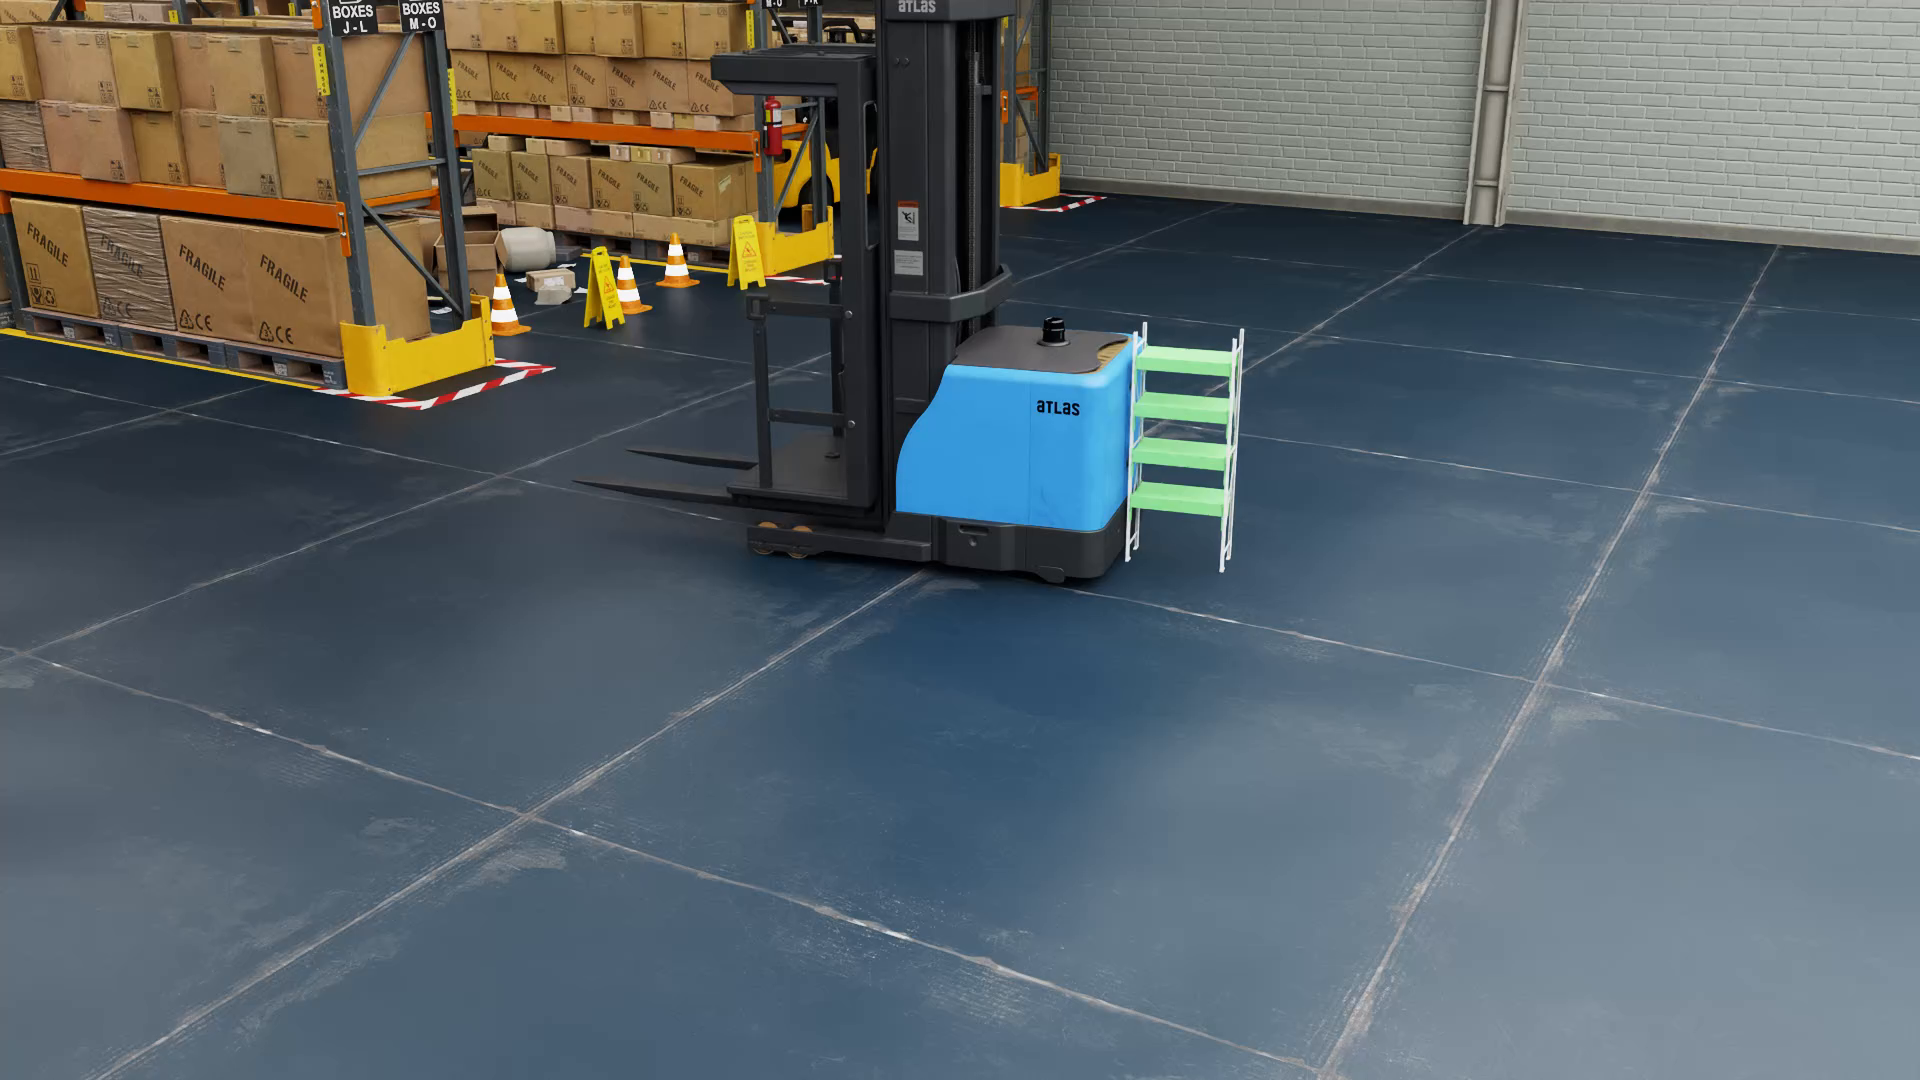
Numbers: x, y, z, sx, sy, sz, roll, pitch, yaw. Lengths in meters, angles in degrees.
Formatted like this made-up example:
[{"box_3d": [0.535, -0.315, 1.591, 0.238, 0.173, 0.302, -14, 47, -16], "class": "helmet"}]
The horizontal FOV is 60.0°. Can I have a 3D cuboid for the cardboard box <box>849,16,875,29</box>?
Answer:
[{"box_3d": [-1.161, -6.363, 20.474, 0.250, 0.149, 0.380, 11, 23, 28], "class": "cardboard box"}]

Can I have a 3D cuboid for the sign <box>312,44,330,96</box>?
[{"box_3d": [-4.212, -3.102, 10.972, 0.005, 0.325, 0.100, 11, 23, 27], "class": "sign"}]

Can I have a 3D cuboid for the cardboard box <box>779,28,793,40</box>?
[{"box_3d": [-2.066, -6.382, 20.963, 0.250, 0.149, 0.380, 11, 23, 27], "class": "cardboard box"}]

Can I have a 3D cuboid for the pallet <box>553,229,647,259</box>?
[{"box_3d": [-3.429, -3.146, 17.230, 1.213, 0.211, 1.003, 11, 23, 27], "class": "pallet"}]

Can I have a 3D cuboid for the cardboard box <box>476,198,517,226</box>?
[{"box_3d": [-4.718, -3.487, 17.497, 0.500, 0.250, 0.500, 10, 22, 25], "class": "cardboard box"}]

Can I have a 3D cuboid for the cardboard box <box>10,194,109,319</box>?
[{"box_3d": [-6.912, -2.344, 13.428, 0.875, 0.875, 0.875, 11, 23, 28], "class": "cardboard box"}]

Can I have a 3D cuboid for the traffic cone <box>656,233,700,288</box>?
[{"box_3d": [-2.614, -2.591, 15.329, 0.334, 0.463, 0.336, 11, 23, 27], "class": "traffic cone"}]

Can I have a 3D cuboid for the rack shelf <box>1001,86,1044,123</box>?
[{"box_3d": [-0.938, -5.569, 20.873, 4.000, 0.370, 1.077, 11, 23, 27], "class": "rack shelf"}]

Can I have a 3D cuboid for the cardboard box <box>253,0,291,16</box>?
[{"box_3d": [-10.839, -8.318, 26.082, 0.500, 0.500, 0.500, 10, 22, 26], "class": "cardboard box"}]

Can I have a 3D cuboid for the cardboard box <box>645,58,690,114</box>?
[{"box_3d": [-2.653, -4.376, 15.946, 0.500, 0.500, 0.500, 11, 23, 27], "class": "cardboard box"}]

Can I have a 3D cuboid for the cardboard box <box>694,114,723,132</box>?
[{"box_3d": [-2.316, -3.985, 15.821, 0.250, 0.149, 0.380, 10, 22, 27], "class": "cardboard box"}]

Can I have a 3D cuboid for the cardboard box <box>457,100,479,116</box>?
[{"box_3d": [-4.983, -4.495, 17.227, 0.250, 0.149, 0.380, 11, 23, 27], "class": "cardboard box"}]

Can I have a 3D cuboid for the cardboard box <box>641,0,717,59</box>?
[{"box_3d": [-2.600, -4.859, 15.813, 0.500, 0.500, 0.700, 11, 23, 28], "class": "cardboard box"}]

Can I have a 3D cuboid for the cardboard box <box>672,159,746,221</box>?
[{"box_3d": [-2.436, -3.409, 16.180, 0.500, 0.500, 0.500, 11, 23, 28], "class": "cardboard box"}]

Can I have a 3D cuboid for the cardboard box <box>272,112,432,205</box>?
[{"box_3d": [-4.281, -2.724, 11.756, 0.550, 0.550, 0.875, 11, 23, 27], "class": "cardboard box"}]

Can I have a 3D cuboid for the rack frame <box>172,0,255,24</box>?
[{"box_3d": [-8.594, -5.426, 19.425, 0.127, 3.000, 1.000, 11, 23, 27], "class": "rack frame"}]

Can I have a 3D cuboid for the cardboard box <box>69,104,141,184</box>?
[{"box_3d": [-6.194, -3.074, 12.720, 0.550, 0.550, 0.875, 11, 23, 27], "class": "cardboard box"}]

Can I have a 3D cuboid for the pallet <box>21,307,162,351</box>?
[{"box_3d": [-6.802, -1.810, 13.545, 1.213, 0.211, 1.003, 11, 23, 27], "class": "pallet"}]

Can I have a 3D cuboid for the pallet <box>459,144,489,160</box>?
[{"box_3d": [-6.810, -5.729, 24.349, 1.213, 0.211, 1.003, 11, 23, 27], "class": "pallet"}]

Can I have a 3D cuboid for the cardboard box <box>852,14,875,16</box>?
[{"box_3d": [-1.156, -6.545, 20.976, 0.250, 0.149, 0.380, 11, 22, 27], "class": "cardboard box"}]

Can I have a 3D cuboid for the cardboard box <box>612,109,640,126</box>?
[{"box_3d": [-3.191, -4.168, 16.325, 0.250, 0.149, 0.380, 11, 22, 27], "class": "cardboard box"}]

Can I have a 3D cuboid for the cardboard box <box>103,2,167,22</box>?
[{"box_3d": [-9.625, -6.034, 19.489, 0.500, 0.500, 0.500, 11, 23, 28], "class": "cardboard box"}]

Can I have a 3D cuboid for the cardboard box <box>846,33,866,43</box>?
[{"box_3d": [-1.194, -6.197, 20.452, 0.250, 0.149, 0.380, 10, 22, 26], "class": "cardboard box"}]

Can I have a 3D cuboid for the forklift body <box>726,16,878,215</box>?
[{"box_3d": [-1.737, -4.947, 19.350, 1.214, 2.155, 2.313, 11, 23, 27], "class": "forklift body"}]

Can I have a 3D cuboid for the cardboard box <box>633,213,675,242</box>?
[{"box_3d": [-2.895, -3.143, 16.549, 0.500, 0.250, 0.500, 11, 23, 27], "class": "cardboard box"}]

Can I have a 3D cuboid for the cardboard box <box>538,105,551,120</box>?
[{"box_3d": [-4.043, -4.347, 16.818, 0.250, 0.149, 0.380, 11, 23, 27], "class": "cardboard box"}]

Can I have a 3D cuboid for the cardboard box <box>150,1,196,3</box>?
[{"box_3d": [-9.343, -6.178, 19.884, 0.500, 0.500, 0.500, 11, 23, 28], "class": "cardboard box"}]

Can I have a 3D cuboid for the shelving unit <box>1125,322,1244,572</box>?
[{"box_3d": [1.127, -0.466, 8.390, 0.503, 1.200, 0.258, 6, 21, 17], "class": "shelving unit"}]

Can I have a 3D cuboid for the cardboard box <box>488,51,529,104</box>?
[{"box_3d": [-4.404, -4.715, 16.882, 0.500, 0.500, 0.500, 11, 23, 27], "class": "cardboard box"}]

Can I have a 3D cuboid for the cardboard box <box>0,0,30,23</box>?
[{"box_3d": [-11.384, -6.373, 20.423, 0.500, 0.500, 0.500, 11, 22, 27], "class": "cardboard box"}]

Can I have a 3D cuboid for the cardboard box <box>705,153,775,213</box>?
[{"box_3d": [-2.200, -3.573, 16.634, 0.500, 0.500, 0.500, 10, 22, 26], "class": "cardboard box"}]

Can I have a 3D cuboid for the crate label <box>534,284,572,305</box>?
[{"box_3d": [-3.575, -2.163, 14.627, 0.298, 0.136, 0.250, 0, 20, -1], "class": "crate label"}]

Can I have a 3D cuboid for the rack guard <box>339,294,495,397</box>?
[{"box_3d": [-3.914, -1.426, 12.064, 0.348, 0.500, 1.175, 11, 23, 27], "class": "rack guard"}]

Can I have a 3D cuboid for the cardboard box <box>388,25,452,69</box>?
[{"box_3d": [-5.617, -5.154, 17.475, 0.500, 0.500, 0.500, 10, 22, 26], "class": "cardboard box"}]

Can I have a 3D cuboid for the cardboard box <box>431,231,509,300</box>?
[{"box_3d": [-4.378, -2.461, 14.911, 0.637, 0.503, 0.797, -4, 20, -10], "class": "cardboard box"}]

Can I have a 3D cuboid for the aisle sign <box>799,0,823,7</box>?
[{"box_3d": [-1.404, -5.400, 15.540, 0.004, 0.787, 0.394, 11, 23, 27], "class": "aisle sign"}]

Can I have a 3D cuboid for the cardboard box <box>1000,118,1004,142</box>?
[{"box_3d": [0.254, -4.933, 20.015, 0.500, 0.250, 0.500, 12, 23, 29], "class": "cardboard box"}]

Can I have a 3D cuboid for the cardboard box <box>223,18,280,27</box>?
[{"box_3d": [-7.855, -5.582, 18.656, 0.500, 0.500, 0.500, 12, 23, 30], "class": "cardboard box"}]

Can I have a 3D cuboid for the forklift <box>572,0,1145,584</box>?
[{"box_3d": [-0.591, -1.444, 8.549, 3.031, 2.935, 1.130, 6, 21, 17], "class": "forklift"}]

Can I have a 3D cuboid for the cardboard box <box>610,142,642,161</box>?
[{"box_3d": [-3.236, -3.842, 16.423, 0.250, 0.149, 0.380, 12, 23, 30], "class": "cardboard box"}]

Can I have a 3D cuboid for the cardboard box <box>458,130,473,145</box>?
[{"box_3d": [-7.082, -6.020, 24.111, 0.500, 0.500, 0.500, 10, 22, 26], "class": "cardboard box"}]

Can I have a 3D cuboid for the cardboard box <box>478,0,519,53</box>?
[{"box_3d": [-4.388, -5.189, 16.721, 0.500, 0.500, 0.700, 11, 23, 28], "class": "cardboard box"}]

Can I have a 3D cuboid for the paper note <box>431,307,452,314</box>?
[{"box_3d": [-4.440, -1.968, 14.249, 0.144, 0.017, 0.142, -16, 26, -38], "class": "paper note"}]

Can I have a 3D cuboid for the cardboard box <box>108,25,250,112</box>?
[{"box_3d": [-5.714, -3.504, 12.322, 0.500, 0.550, 0.875, 11, 23, 27], "class": "cardboard box"}]

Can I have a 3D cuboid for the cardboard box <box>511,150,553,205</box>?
[{"box_3d": [-4.245, -3.754, 17.133, 0.500, 0.500, 0.500, 12, 23, 29], "class": "cardboard box"}]

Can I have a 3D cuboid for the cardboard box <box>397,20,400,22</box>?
[{"box_3d": [-6.234, -5.478, 18.369, 0.500, 0.500, 0.500, 11, 22, 27], "class": "cardboard box"}]

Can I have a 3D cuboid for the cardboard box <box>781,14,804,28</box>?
[{"box_3d": [-2.051, -6.533, 20.944, 0.250, 0.149, 0.380, 10, 22, 26], "class": "cardboard box"}]

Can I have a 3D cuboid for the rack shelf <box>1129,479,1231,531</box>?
[{"box_3d": [1.127, -0.180, 8.493, 0.480, 0.148, 0.258, 6, 21, 17], "class": "rack shelf"}]

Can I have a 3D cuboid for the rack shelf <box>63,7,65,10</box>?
[{"box_3d": [-9.173, -4.675, 14.011, 4.000, 0.370, 1.077, 11, 23, 27], "class": "rack shelf"}]

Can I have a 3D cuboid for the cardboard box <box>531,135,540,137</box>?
[{"box_3d": [-5.638, -5.878, 23.537, 0.625, 0.625, 0.875, 12, 23, 29], "class": "cardboard box"}]

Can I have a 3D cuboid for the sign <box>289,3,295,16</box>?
[{"box_3d": [-9.926, -7.814, 24.738, 0.005, 0.325, 0.100, 11, 23, 27], "class": "sign"}]
